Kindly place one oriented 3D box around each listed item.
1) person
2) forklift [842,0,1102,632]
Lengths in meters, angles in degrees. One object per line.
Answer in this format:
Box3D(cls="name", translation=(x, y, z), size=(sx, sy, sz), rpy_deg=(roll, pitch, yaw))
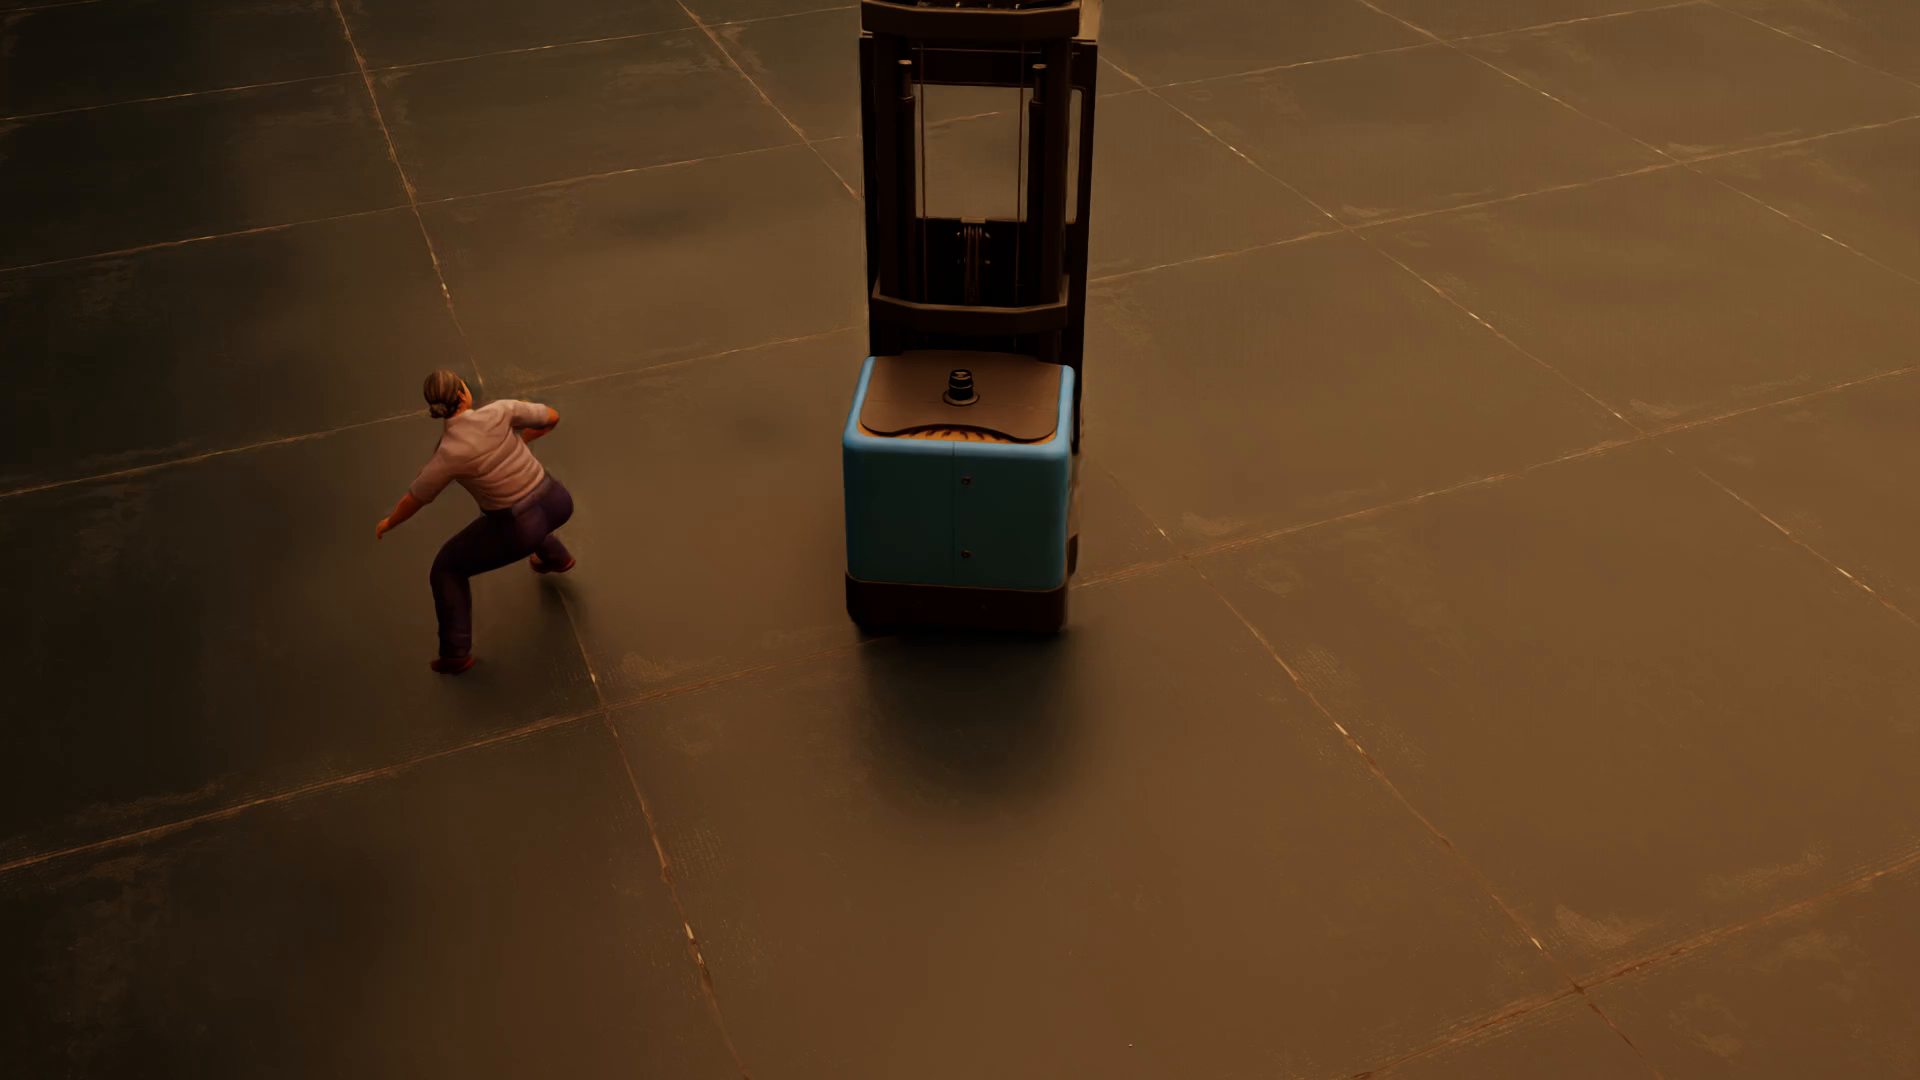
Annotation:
Box3D(cls="person", translation=(-2.226, -0.144, 7.682), size=(0.731, 1.445, 0.887), rpy_deg=(22, 41, 28))
Box3D(cls="forklift", translation=(0.109, -1.594, 8.341), size=(1.130, 2.935, 3.031), rpy_deg=(3, 36, 4))
